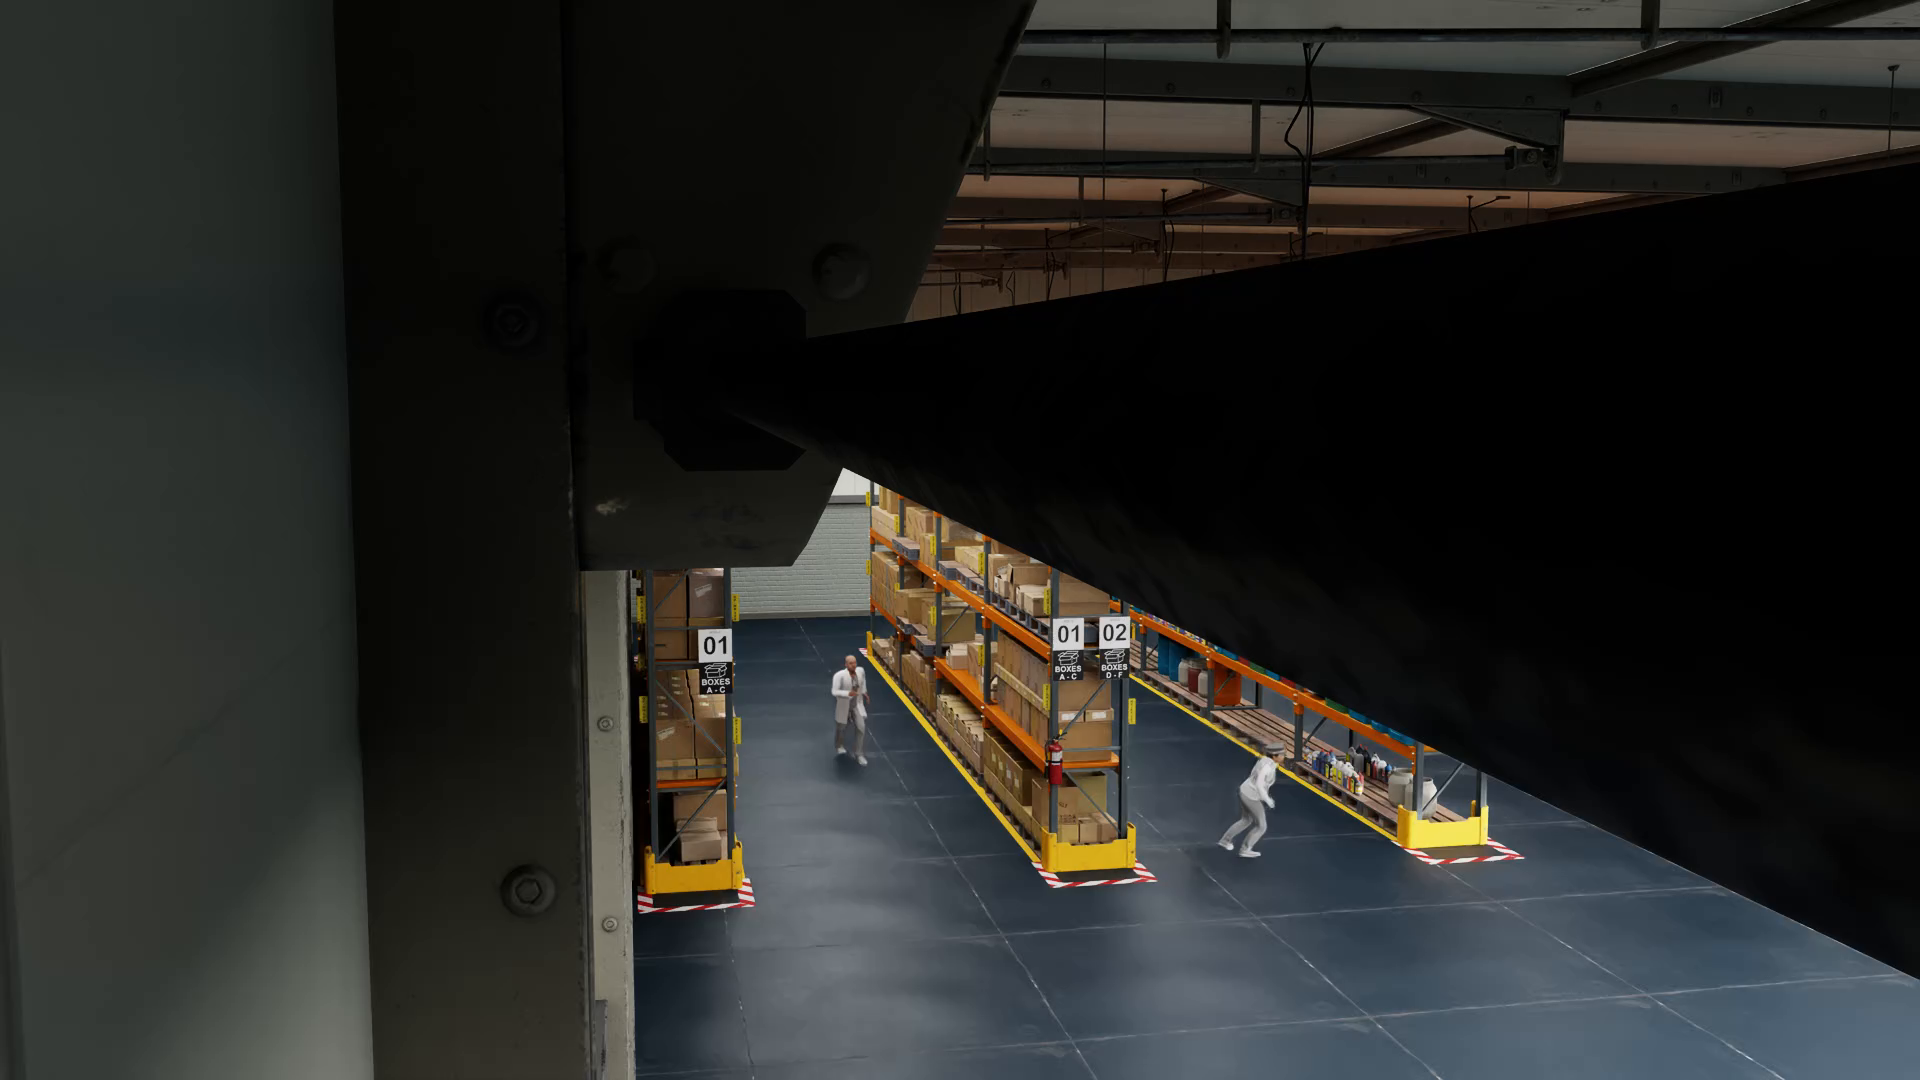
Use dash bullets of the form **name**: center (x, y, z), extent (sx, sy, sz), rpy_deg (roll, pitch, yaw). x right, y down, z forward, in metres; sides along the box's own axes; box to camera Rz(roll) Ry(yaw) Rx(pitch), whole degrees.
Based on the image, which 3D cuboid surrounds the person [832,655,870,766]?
- **person**: center (-1.773, 2.687, 26.642), extent (0.702, 1.760, 1.061), rpy_deg (-2, 6, -21)

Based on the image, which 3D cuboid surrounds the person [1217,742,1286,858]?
- **person**: center (3.775, 3.343, 21.428), extent (0.800, 1.521, 0.606), rpy_deg (0, 6, 3)

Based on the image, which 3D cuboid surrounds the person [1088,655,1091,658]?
- **person**: center (2.187, 2.262, 31.254), extent (0.560, 1.593, 0.741), rpy_deg (0, 6, 2)
